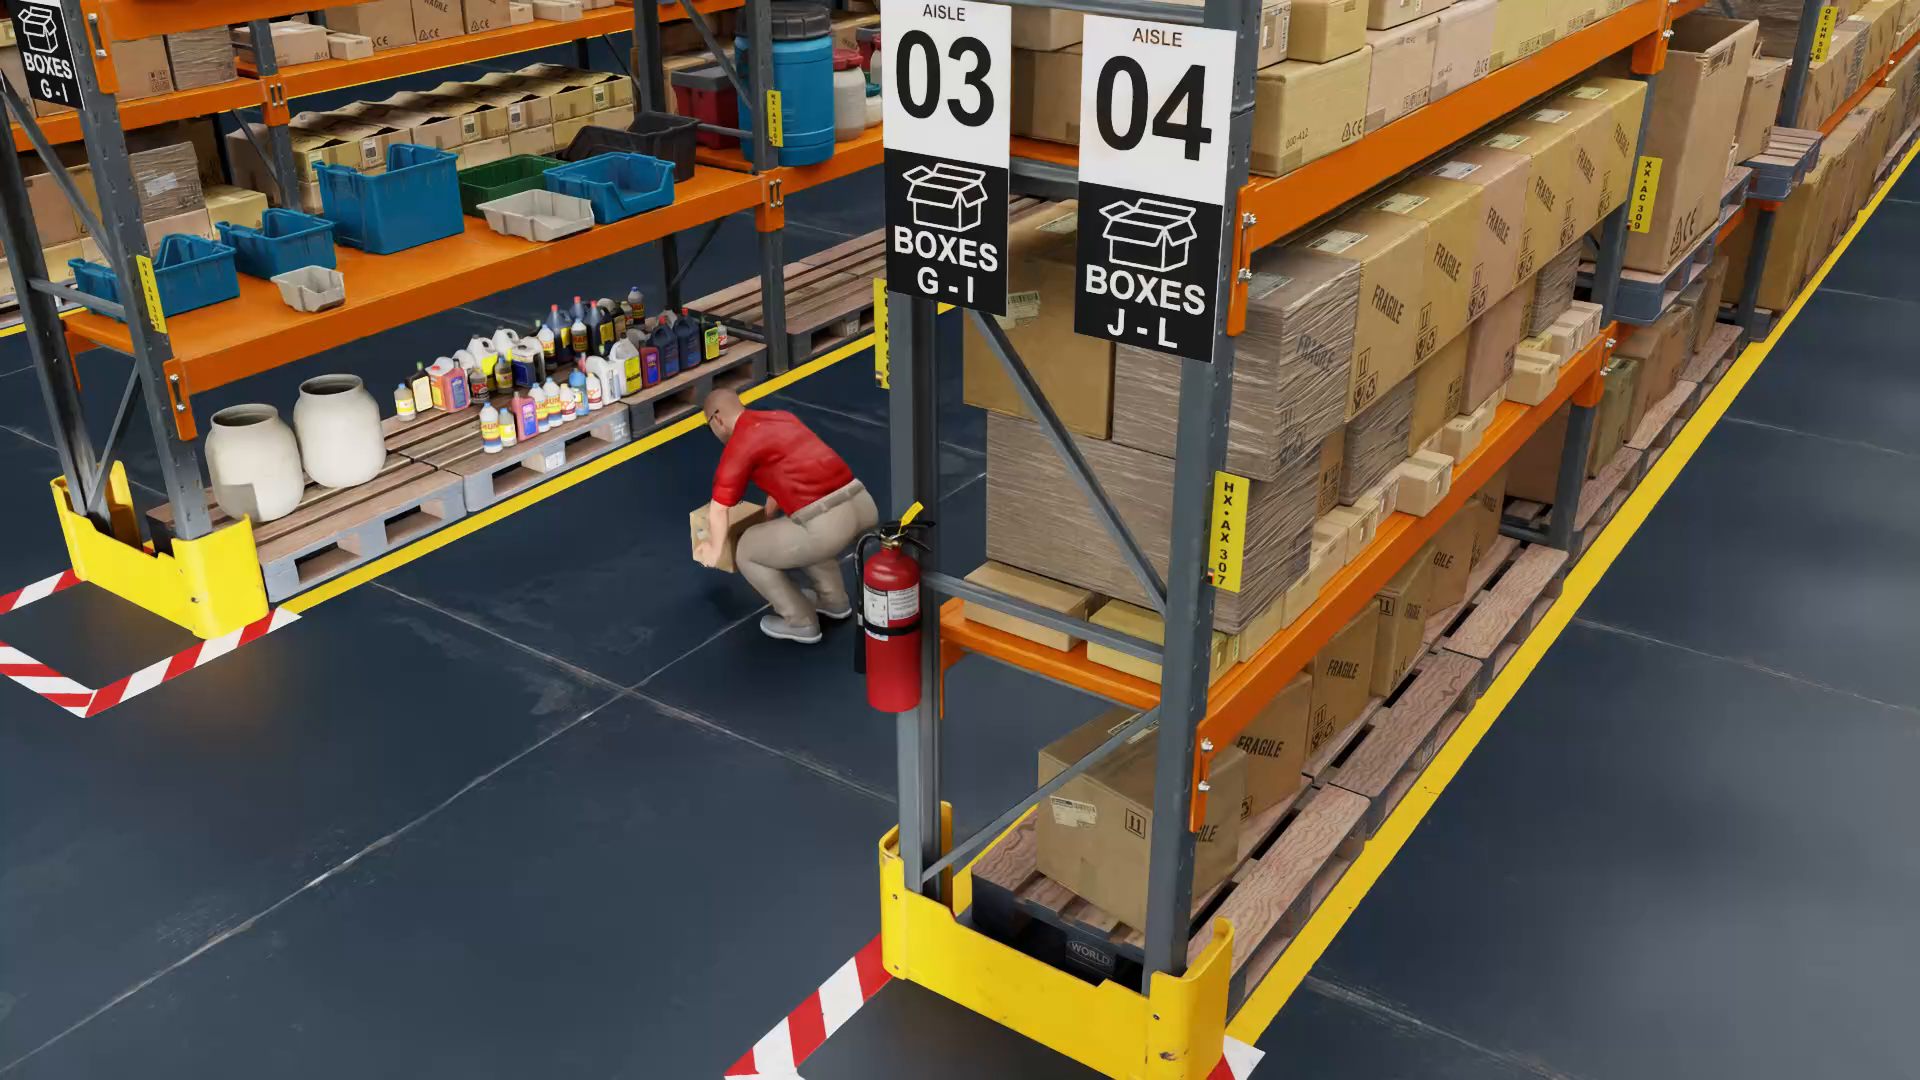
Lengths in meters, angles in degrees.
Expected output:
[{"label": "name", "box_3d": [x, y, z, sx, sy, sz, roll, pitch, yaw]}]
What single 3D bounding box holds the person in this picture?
[{"label": "person", "box_3d": [-0.798, -0.109, 7.558, 0.833, 1.094, 0.569, 17, 31, 30]}]
